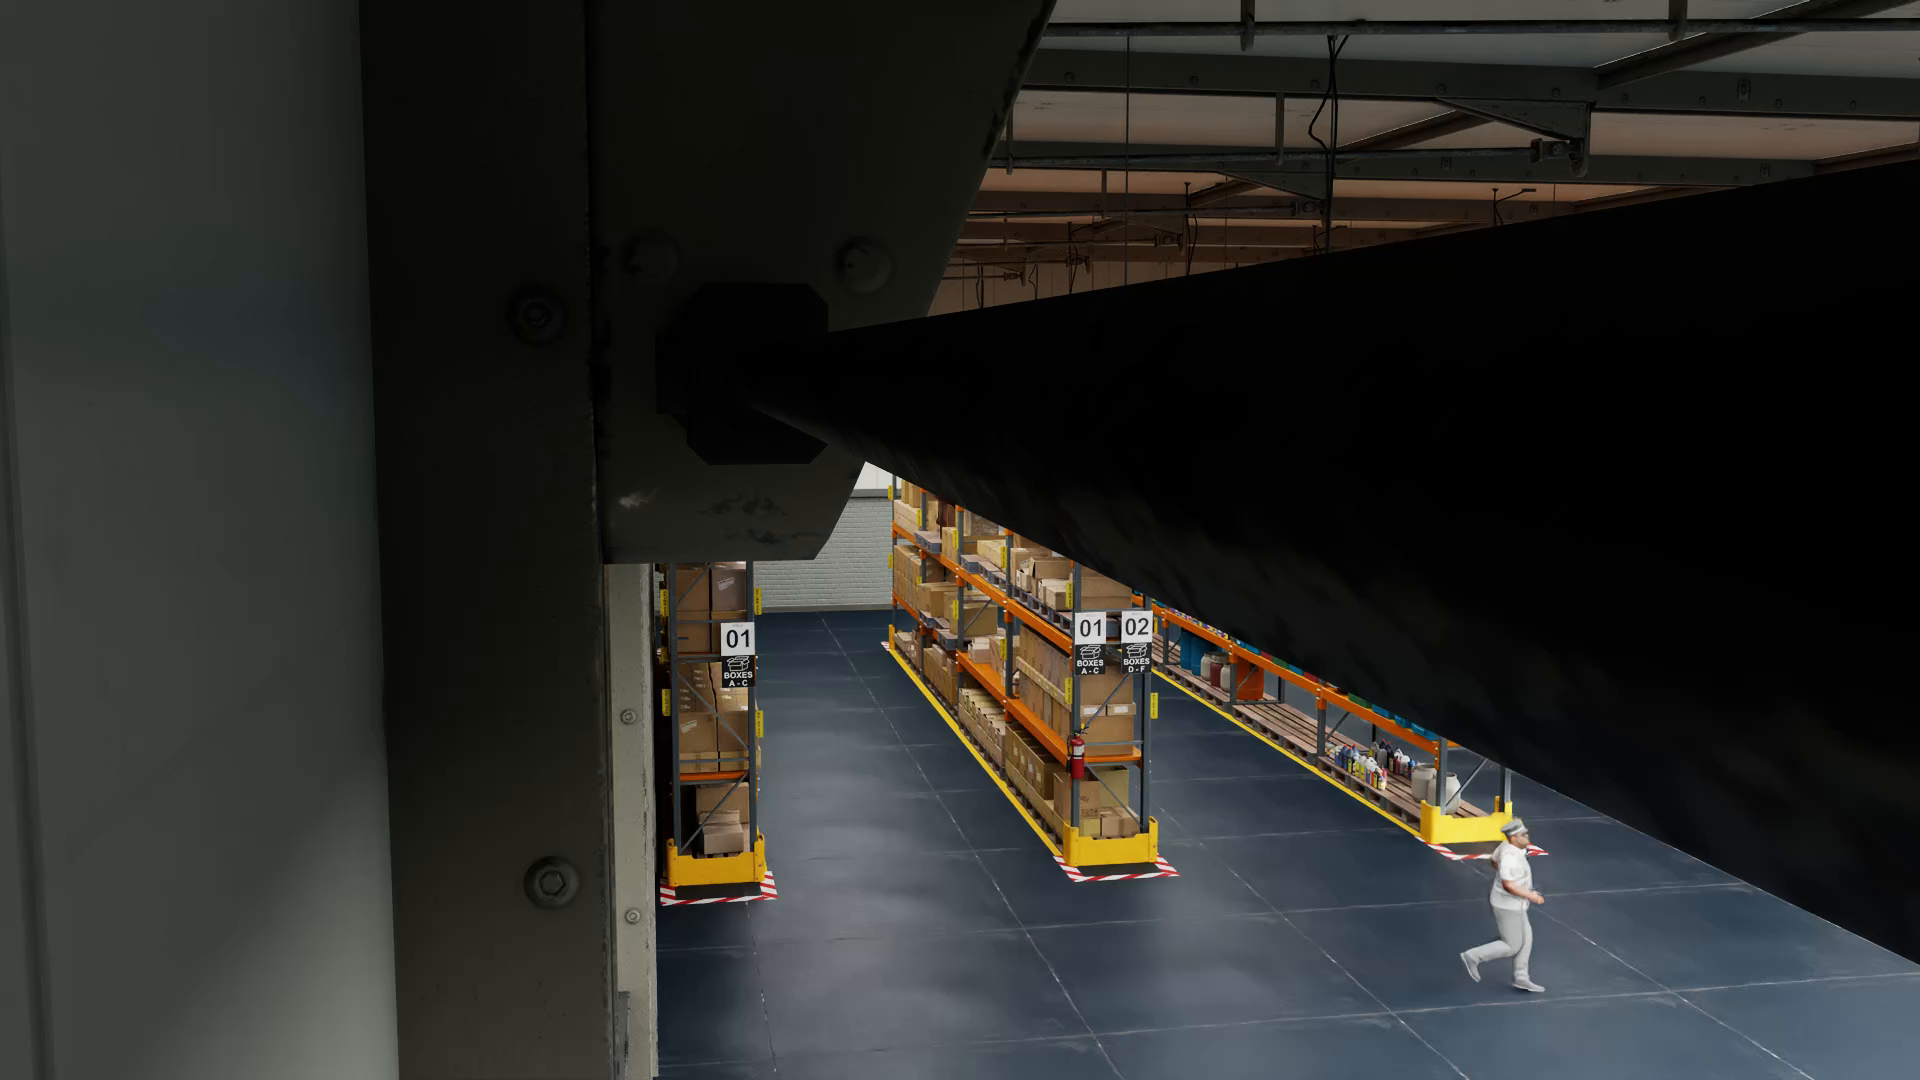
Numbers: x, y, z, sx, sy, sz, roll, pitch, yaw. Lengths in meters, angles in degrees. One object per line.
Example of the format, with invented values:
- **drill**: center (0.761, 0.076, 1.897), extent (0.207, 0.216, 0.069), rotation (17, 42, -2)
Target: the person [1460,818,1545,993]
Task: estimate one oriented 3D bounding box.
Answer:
- **person**: center (5.485, 3.665, 16.747), extent (0.834, 1.780, 0.670), rotation (2, 6, 15)
